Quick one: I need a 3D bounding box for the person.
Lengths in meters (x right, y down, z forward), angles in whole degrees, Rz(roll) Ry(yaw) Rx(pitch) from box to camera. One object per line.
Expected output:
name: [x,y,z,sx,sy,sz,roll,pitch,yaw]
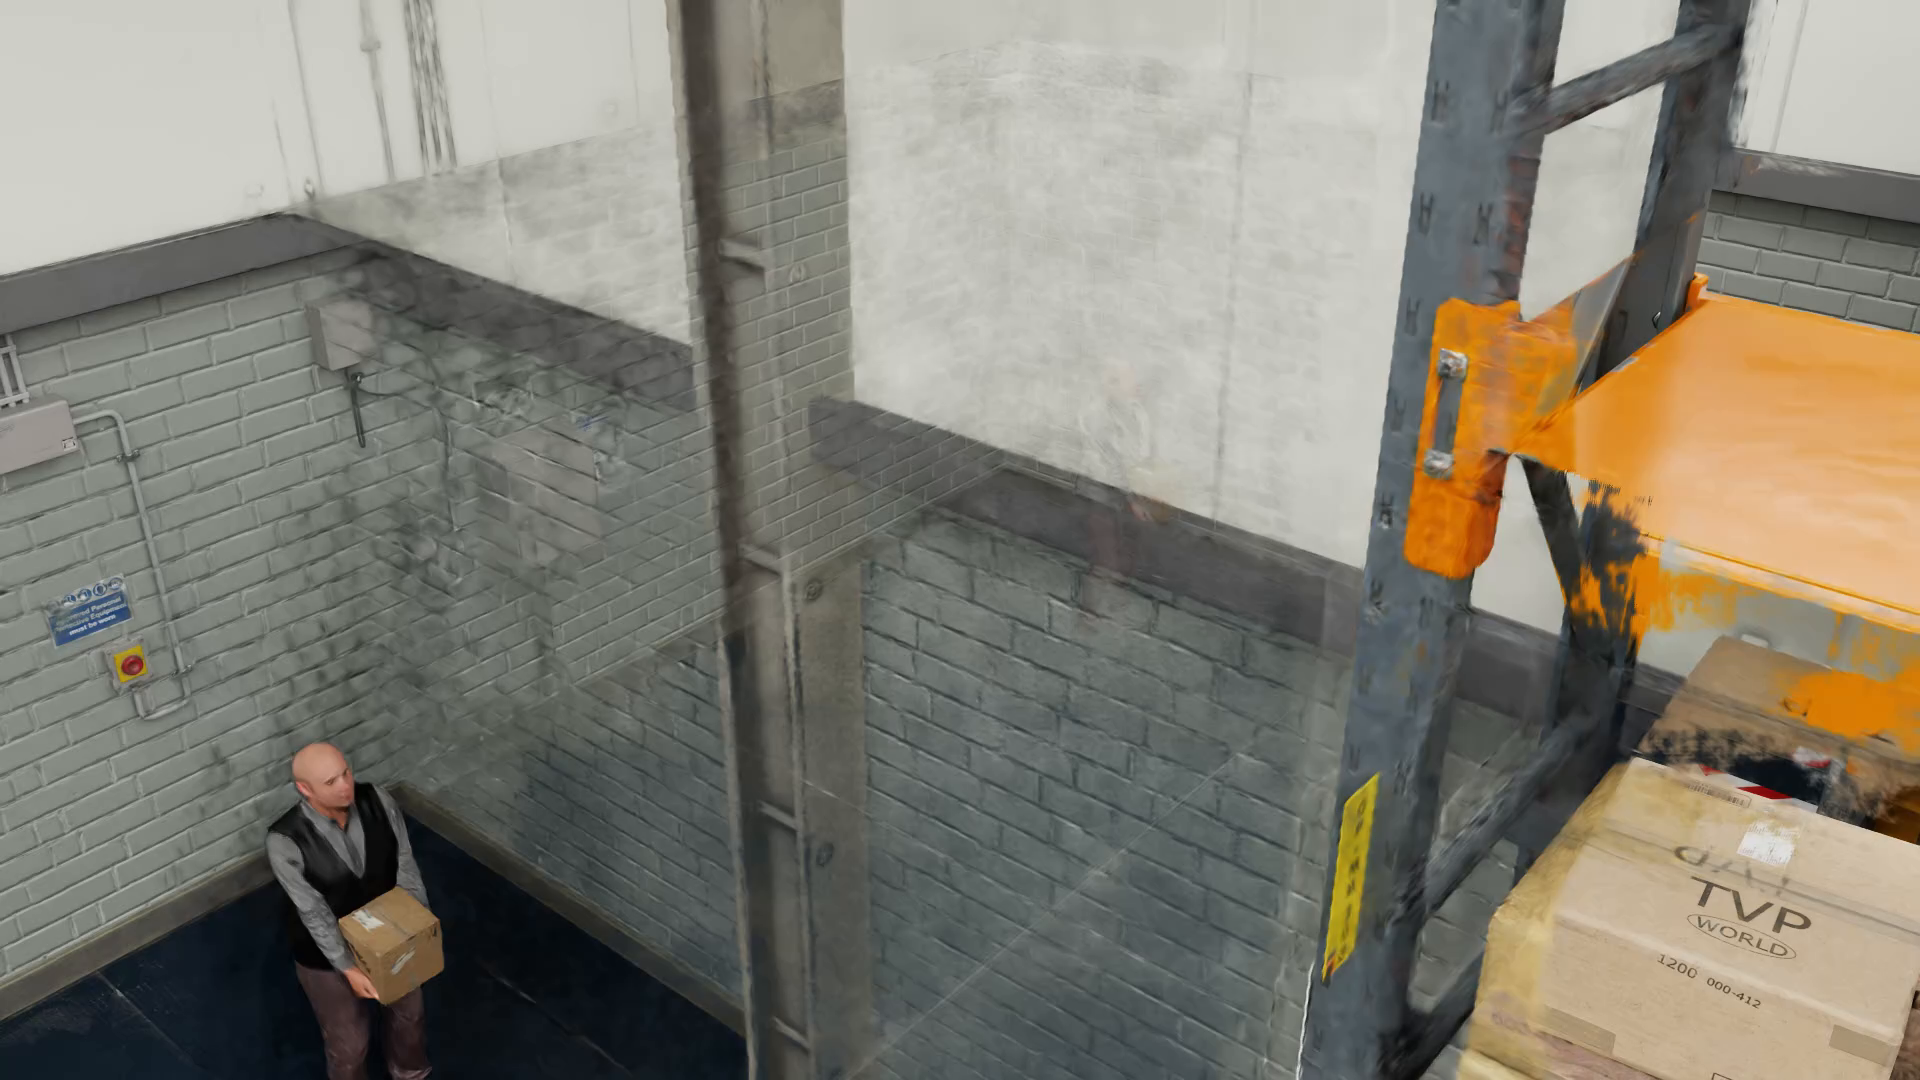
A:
person: [0.950,-0.210,9.482,0.550,1.720,0.495,20,34,34]
